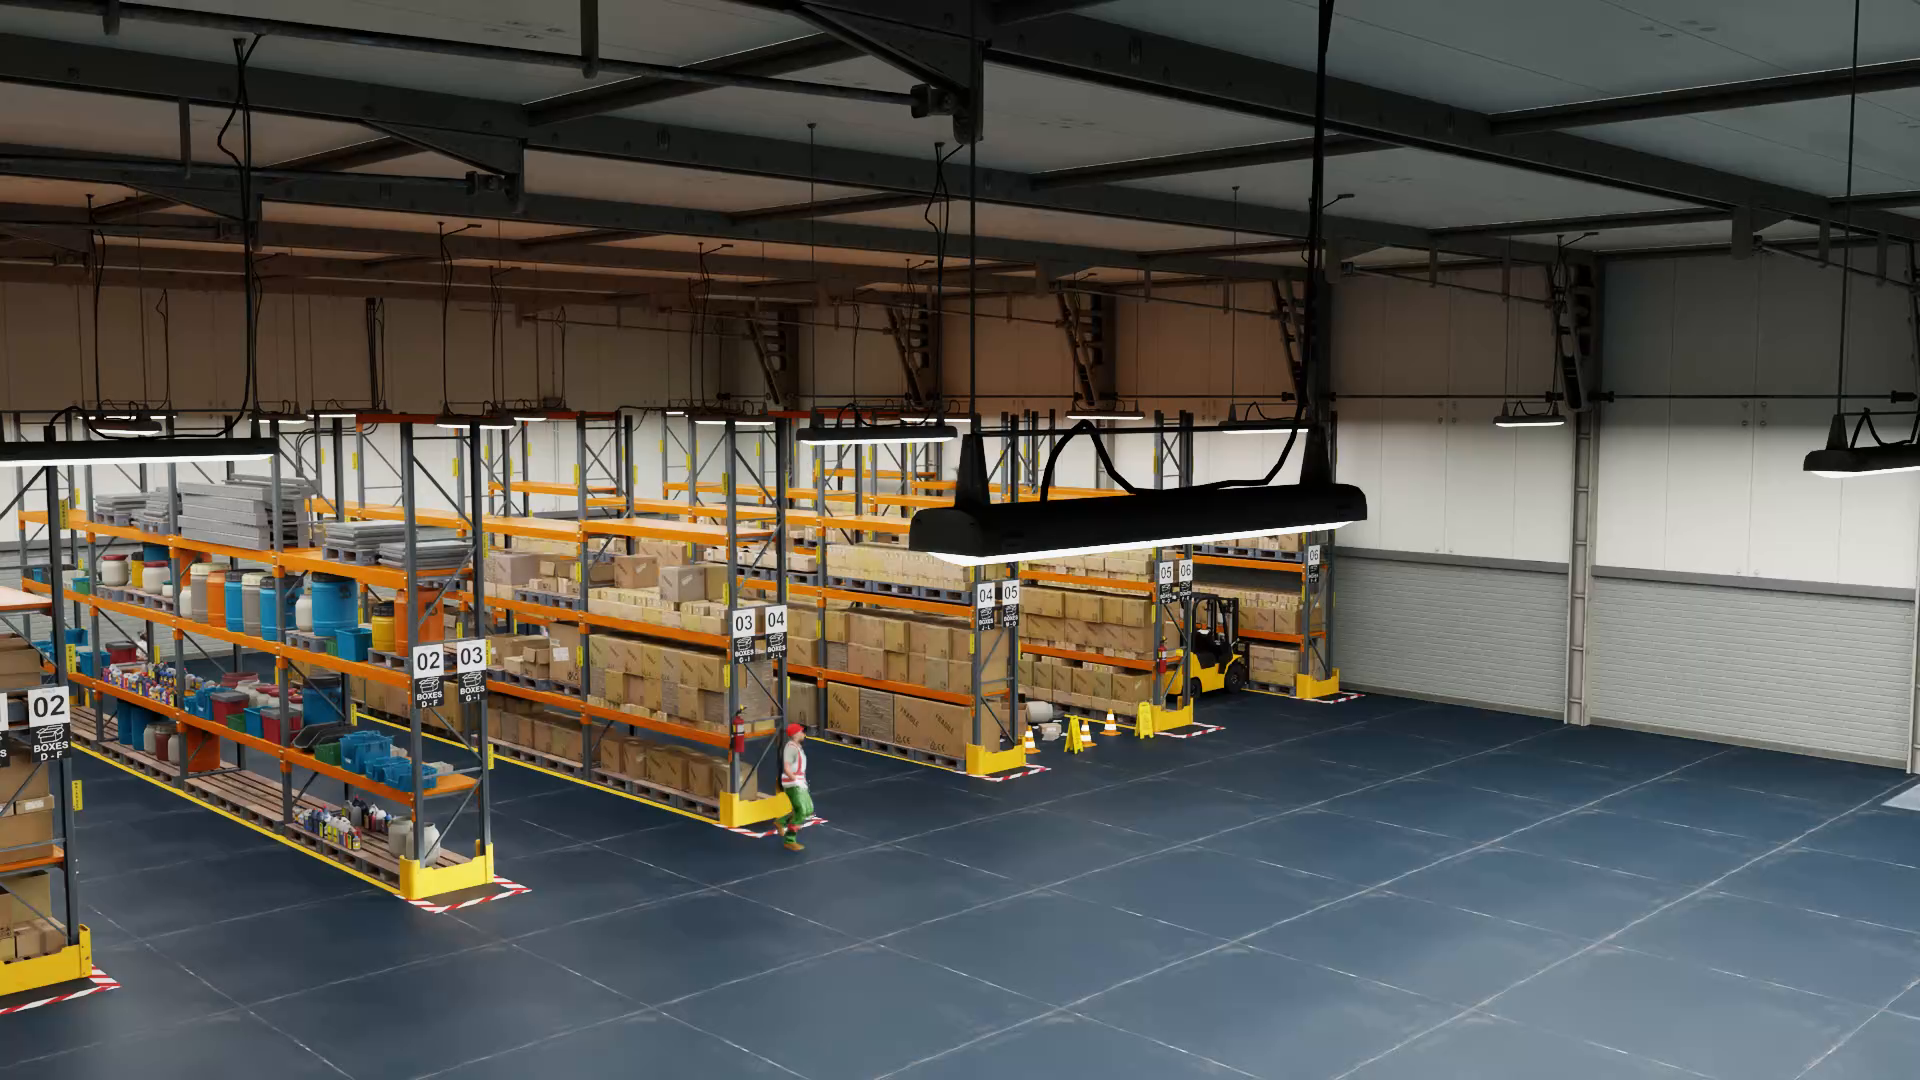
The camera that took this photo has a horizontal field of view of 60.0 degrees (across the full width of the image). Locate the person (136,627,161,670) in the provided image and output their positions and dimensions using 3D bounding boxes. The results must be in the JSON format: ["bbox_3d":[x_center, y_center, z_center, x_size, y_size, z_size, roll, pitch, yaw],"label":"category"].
[{"bbox_3d":[-16.533,2.582,33.763,0.801,1.669,0.615,1,5,11],"label":"person"}]

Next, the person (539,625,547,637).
[{"bbox_3d":[-10.157,1.913,41.514,1.033,1.729,0.705,-2,5,-24],"label":"person"}]

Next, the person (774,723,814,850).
[{"bbox_3d":[-2.342,3.445,23.429,0.562,1.720,0.706,1,5,6],"label":"person"}]
